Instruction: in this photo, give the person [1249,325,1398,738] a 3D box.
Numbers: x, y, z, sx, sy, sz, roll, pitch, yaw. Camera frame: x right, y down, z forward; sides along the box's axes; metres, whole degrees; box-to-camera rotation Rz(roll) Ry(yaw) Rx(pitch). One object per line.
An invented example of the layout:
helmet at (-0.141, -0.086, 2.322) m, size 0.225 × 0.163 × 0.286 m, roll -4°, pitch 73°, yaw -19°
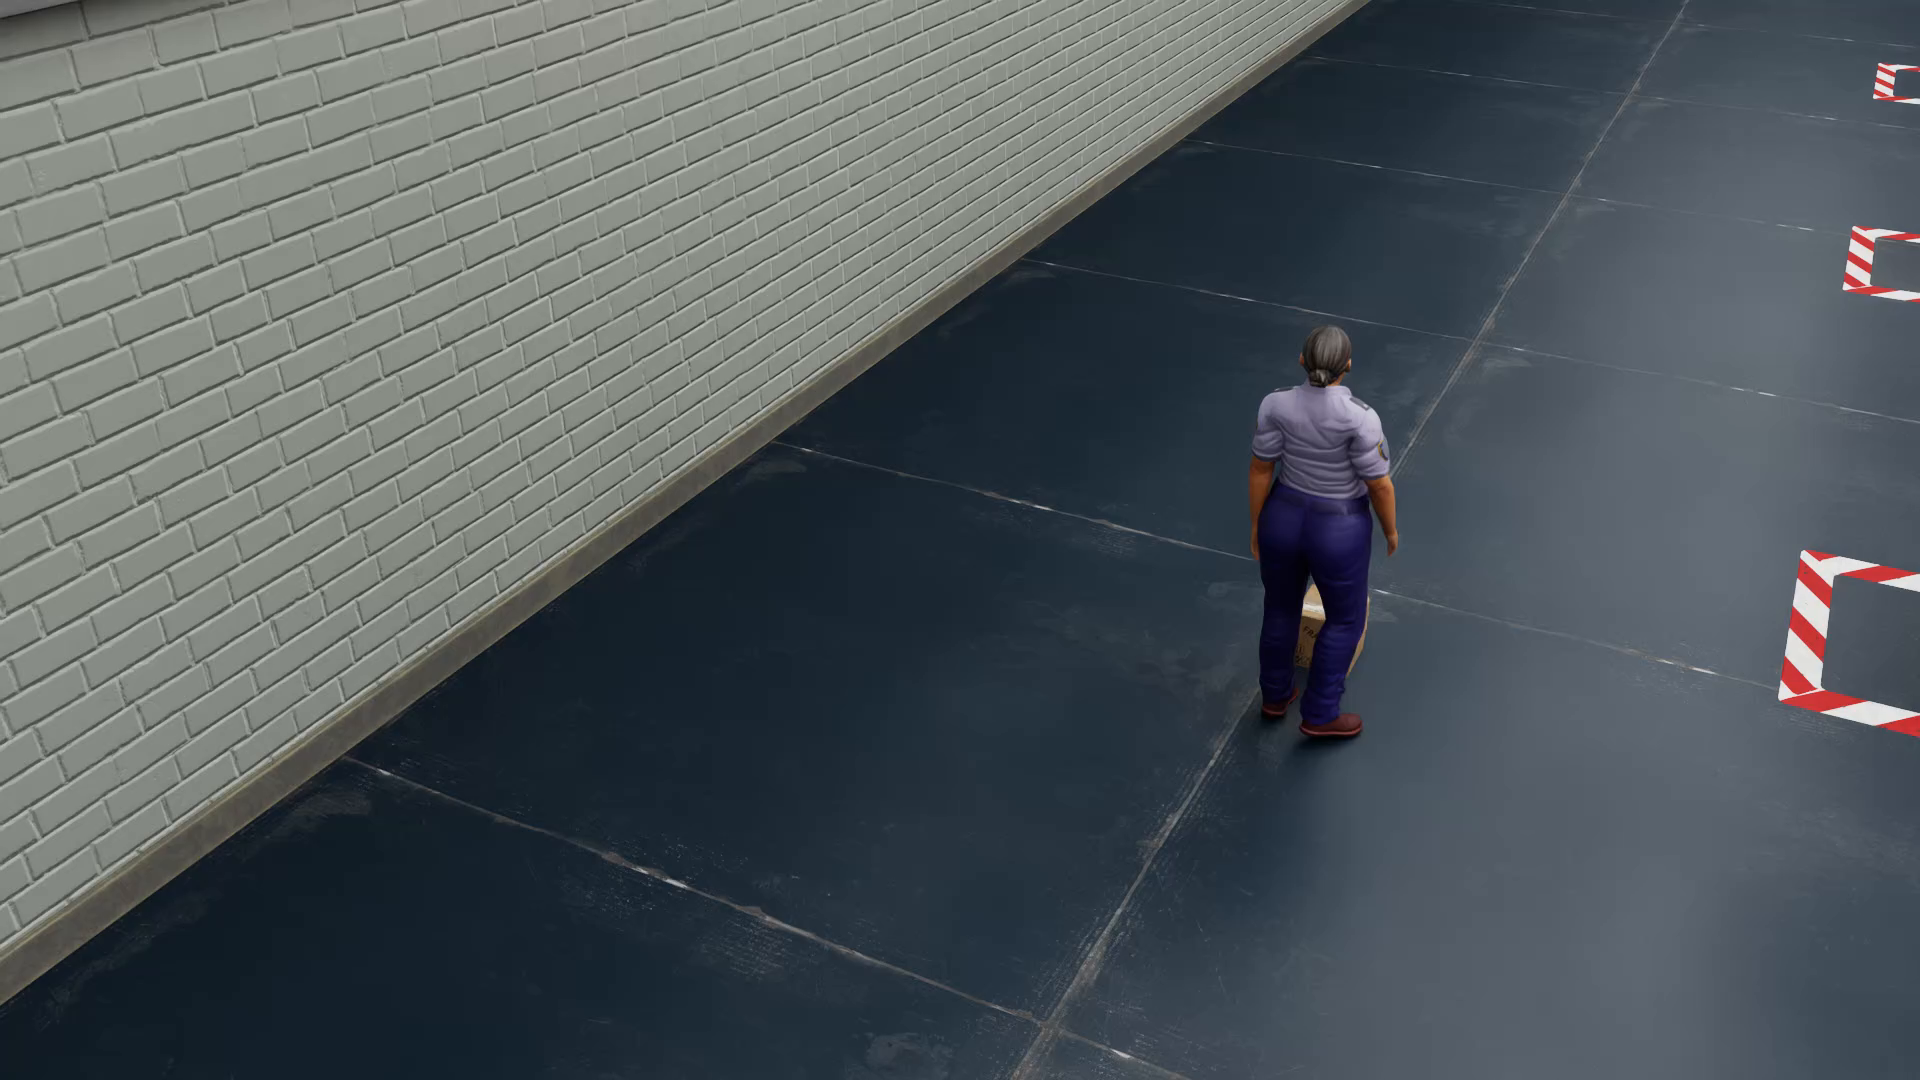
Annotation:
person at (1.331, -0.024, 6.159) m, size 0.533 × 1.671 × 0.383 m, roll 18°, pitch 35°, yaw 27°
